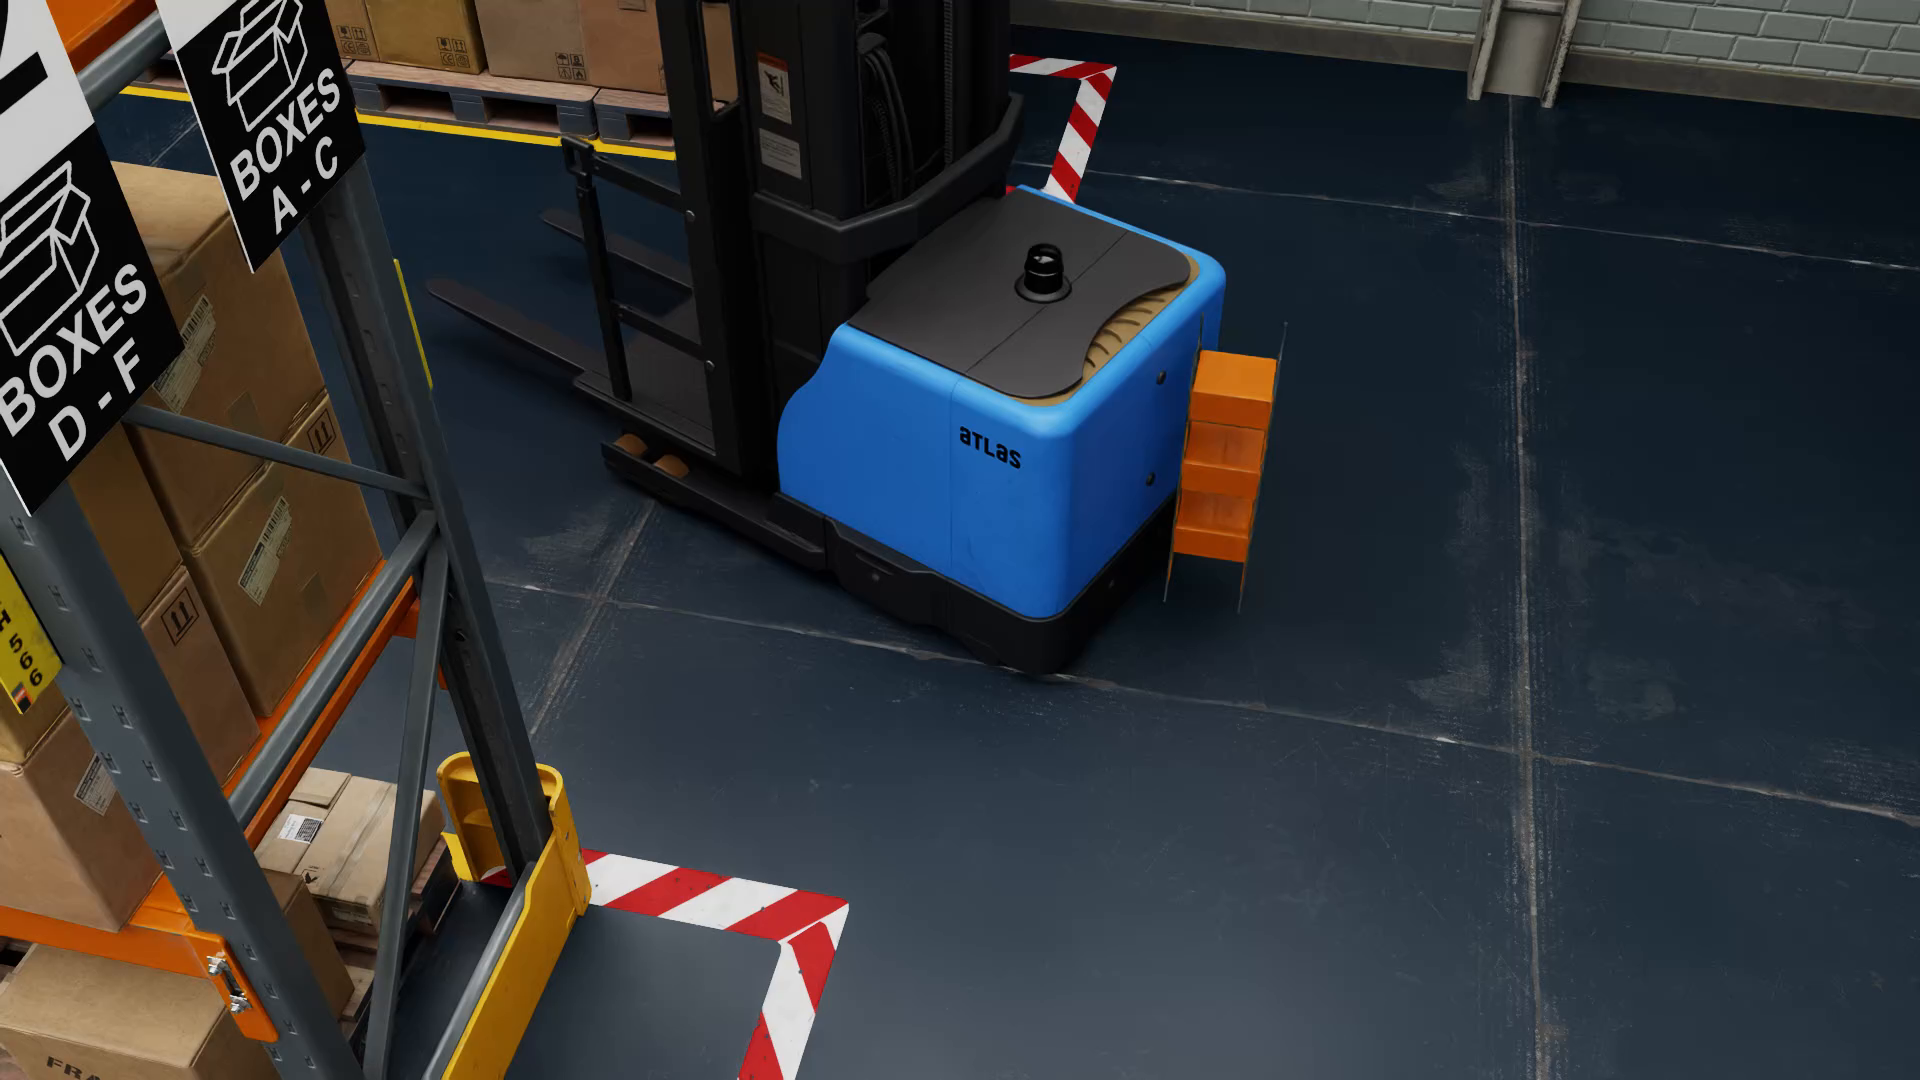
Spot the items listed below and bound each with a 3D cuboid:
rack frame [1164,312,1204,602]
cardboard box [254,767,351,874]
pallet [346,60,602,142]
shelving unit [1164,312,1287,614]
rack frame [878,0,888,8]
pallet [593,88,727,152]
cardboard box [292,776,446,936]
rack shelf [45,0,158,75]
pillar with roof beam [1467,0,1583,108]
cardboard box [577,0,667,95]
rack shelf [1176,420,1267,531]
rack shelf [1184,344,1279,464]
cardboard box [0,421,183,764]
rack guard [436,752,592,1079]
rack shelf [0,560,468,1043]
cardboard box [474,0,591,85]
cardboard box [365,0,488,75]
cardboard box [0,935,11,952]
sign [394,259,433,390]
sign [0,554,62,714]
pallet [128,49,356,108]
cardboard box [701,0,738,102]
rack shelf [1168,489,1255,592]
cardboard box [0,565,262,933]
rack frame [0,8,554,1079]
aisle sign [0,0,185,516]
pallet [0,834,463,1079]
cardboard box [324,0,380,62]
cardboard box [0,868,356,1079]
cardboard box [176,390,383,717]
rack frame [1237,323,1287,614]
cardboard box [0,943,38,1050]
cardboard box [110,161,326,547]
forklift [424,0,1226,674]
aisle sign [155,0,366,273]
[{"bbox_3d":[0.702,-0.236,5.235,0.008,1.050,0.200,9,45,9],"label":"rack frame"},{"bbox_3d":[-1.829,0.798,4.484,0.250,0.166,0.380,9,45,9],"label":"cardboard box"},{"bbox_3d":[-2.157,-2.334,8.022,1.213,0.211,1.003,9,45,9],"label":"pallet"},{"bbox_3d":[0.821,-0.217,5.216,0.252,1.050,0.215,9,45,9],"label":"shelving unit"},{"bbox_3d":[-0.173,-3.084,6.791,0.127,3.000,1.000,9,45,9],"label":"rack frame"},{"bbox_3d":[-0.971,-2.147,7.829,1.213,0.211,1.003,9,45,9],"label":"pallet"},{"bbox_3d":[-1.585,0.842,4.451,0.250,0.149,0.380,9,45,9],"label":"cardboard box"},{"bbox_3d":[-3.203,-0.855,2.831,4.000,0.370,1.077,9,45,9],"label":"rack shelf"},{"bbox_3d":[1.710,-2.508,1.867,0.400,9.000,9.100,9,45,9],"label":"pillar with roof beam"},{"bbox_3d":[-1.366,-2.449,7.631,0.500,0.500,0.700,9,45,9],"label":"cardboard box"},{"bbox_3d":[0.821,-0.210,5.223,0.240,0.259,0.215,9,45,9],"label":"rack shelf"},{"bbox_3d":[0.820,-0.411,5.024,0.240,0.259,0.215,9,45,9],"label":"rack shelf"},{"bbox_3d":[-1.746,-0.008,2.803,0.500,0.500,0.500,8,45,9],"label":"cardboard box"},{"bbox_3d":[-1.325,1.158,4.186,0.348,0.500,1.175,9,45,9],"label":"rack guard"},{"bbox_3d":[-3.203,0.225,3.872,4.000,0.370,1.077,9,45,9],"label":"rack shelf"},{"bbox_3d":[-1.857,-2.524,7.709,0.500,0.500,0.700,7,44,8],"label":"cardboard box"},{"bbox_3d":[-2.379,-2.600,7.788,0.500,0.500,0.700,10,45,10],"label":"cardboard box"},{"bbox_3d":[-2.756,1.021,4.191,0.500,0.250,0.500,9,45,9],"label":"cardboard box"},{"bbox_3d":[-1.133,-0.410,3.389,0.005,0.325,0.100,9,45,9],"label":"sign"},{"bbox_3d":[-1.392,0.111,2.409,0.005,0.325,0.100,9,45,9],"label":"sign"},{"bbox_3d":[-3.352,-2.517,8.213,1.213,0.211,1.003,9,45,9],"label":"pallet"},{"bbox_3d":[-0.878,-2.373,7.552,0.500,0.500,0.700,9,45,9],"label":"cardboard box"},{"bbox_3d":[0.822,-0.012,5.419,0.240,0.259,0.215,9,45,9],"label":"rack shelf"},{"bbox_3d":[-1.748,0.349,3.152,0.500,0.500,0.500,10,45,10],"label":"cardboard box"},{"bbox_3d":[-1.251,0.269,3.307,0.127,3.000,1.000,9,45,9],"label":"rack frame"},{"bbox_3d":[-1.252,-0.450,2.180,0.004,0.787,0.394,9,45,9],"label":"aisle sign"},{"bbox_3d":[-2.104,1.142,4.411,1.213,0.211,1.003,9,45,9],"label":"pallet"},{"bbox_3d":[-2.880,-2.679,7.870,0.500,0.500,0.700,8,45,9],"label":"cardboard box"},{"bbox_3d":[-1.836,1.096,3.934,0.500,0.500,0.500,9,45,9],"label":"cardboard box"},{"bbox_3d":[-1.627,-0.013,3.528,0.500,0.500,0.500,10,45,10],"label":"cardboard box"},{"bbox_3d":[0.940,-0.199,5.197,0.008,1.050,0.200,9,45,9],"label":"rack frame"},{"bbox_3d":[-2.211,1.094,4.177,0.250,0.166,0.380,9,45,9],"label":"cardboard box"},{"bbox_3d":[-1.627,-0.373,3.181,0.500,0.500,0.500,10,45,10],"label":"cardboard box"},{"bbox_3d":[-0.660,-1.462,5.155,3.031,2.935,1.130,26,50,25],"label":"forklift"},{"bbox_3d":[-1.121,-0.856,2.602,0.004,0.787,0.394,9,45,9],"label":"aisle sign"}]
